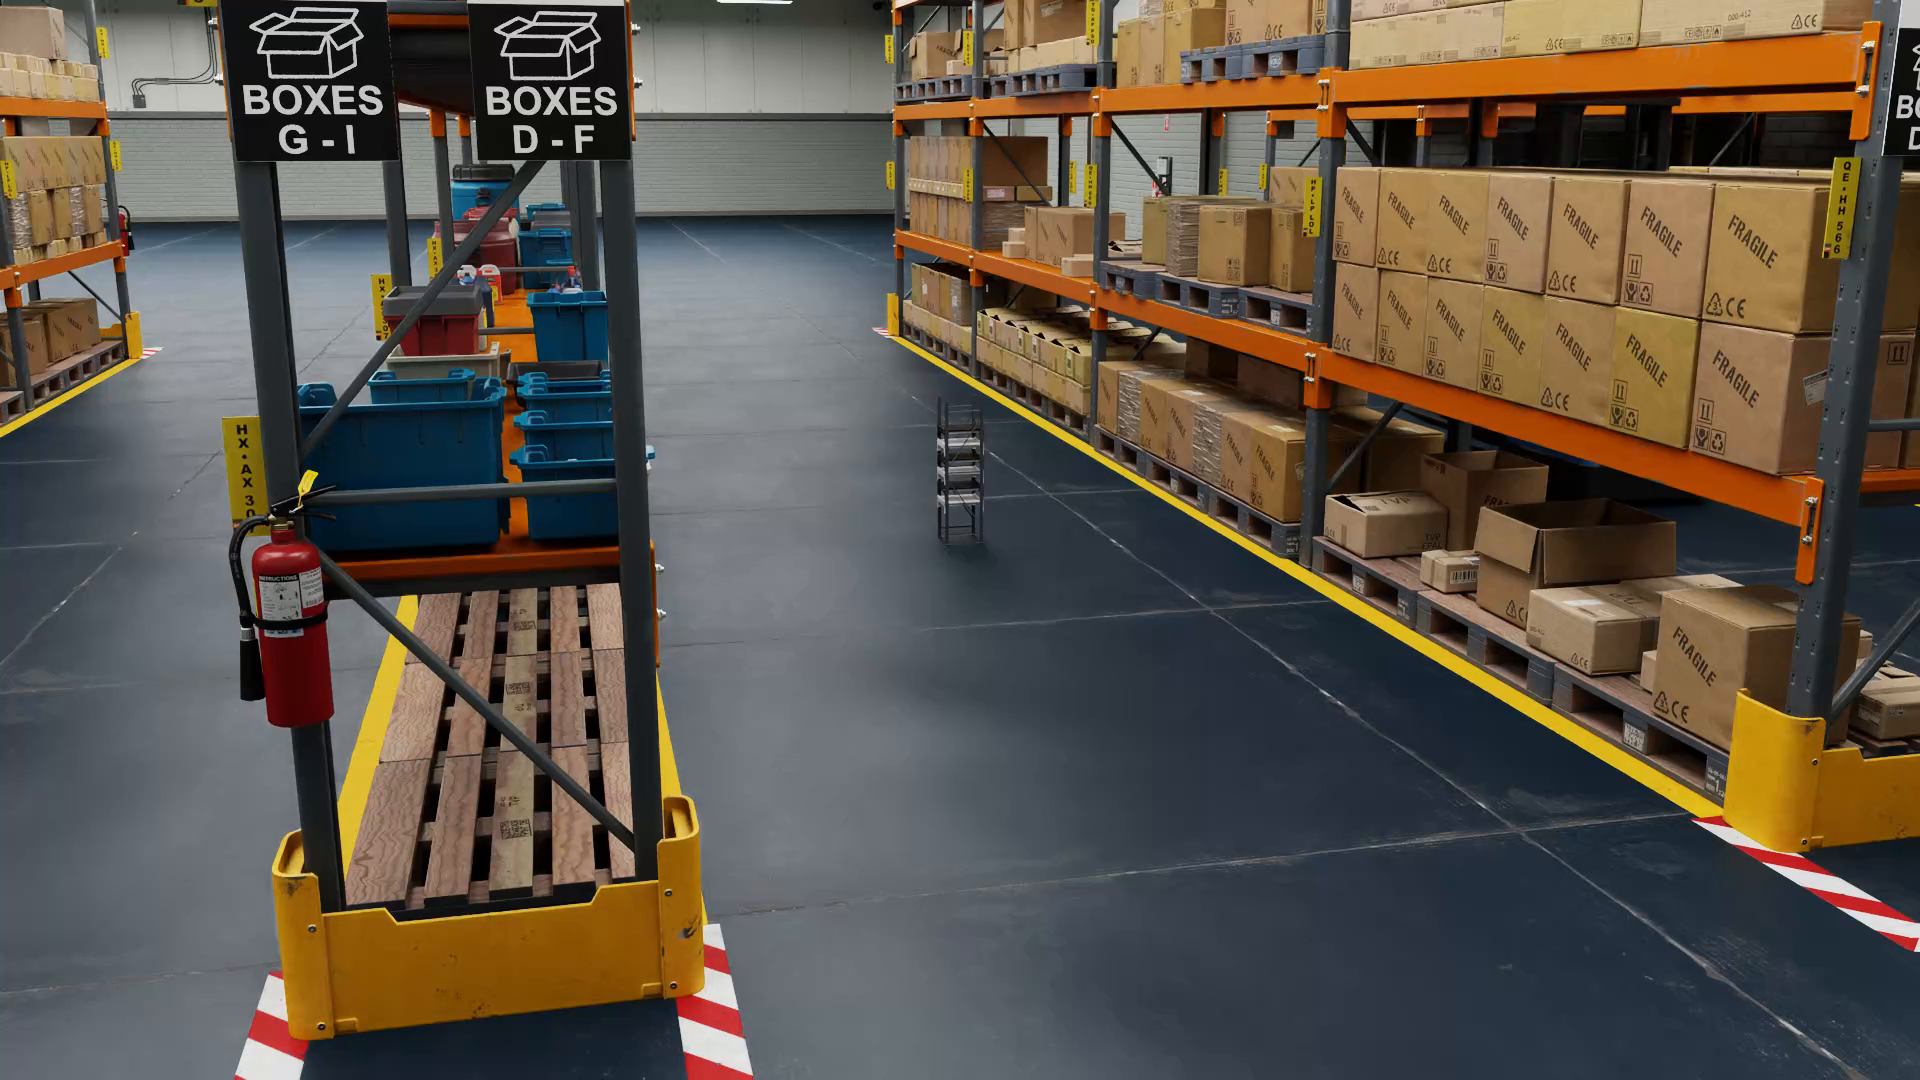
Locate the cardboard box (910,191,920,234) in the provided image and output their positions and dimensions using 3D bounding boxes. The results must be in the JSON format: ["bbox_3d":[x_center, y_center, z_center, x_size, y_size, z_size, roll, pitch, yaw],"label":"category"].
[{"bbox_3d":[-0.222,-4.031,20.394,0.700,0.500,0.500,-3,14,-13],"label":"cardboard box"}]

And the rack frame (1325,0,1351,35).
[{"bbox_3d":[2.499,-4.236,8.807,1.000,3.000,0.127,-3,14,-13],"label":"rack frame"}]

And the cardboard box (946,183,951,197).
[{"bbox_3d":[0.052,-3.875,18.391,0.380,0.149,0.250,-3,14,-12],"label":"cardboard box"}]

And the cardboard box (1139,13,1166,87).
[{"bbox_3d":[1.815,-3.534,12.042,0.910,0.500,0.500,-3,14,-13],"label":"cardboard box"}]

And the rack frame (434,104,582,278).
[{"bbox_3d":[-3.256,-1.970,12.169,1.000,3.000,0.127,-3,14,-13],"label":"rack frame"}]

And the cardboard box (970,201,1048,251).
[{"bbox_3d":[0.510,-3.318,17.478,0.700,0.500,0.500,-4,14,-15],"label":"cardboard box"}]

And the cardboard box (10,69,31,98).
[{"bbox_3d":[-8.996,-4.241,15.460,0.500,0.250,0.500,-3,14,-14],"label":"cardboard box"}]

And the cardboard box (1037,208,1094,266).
[{"bbox_3d":[1.026,-2.801,15.362,0.500,0.500,0.500,-3,14,-13],"label":"cardboard box"}]

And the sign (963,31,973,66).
[{"bbox_3d":[0.081,-4.883,16.518,0.100,0.325,0.005,-3,14,-13],"label":"sign"}]

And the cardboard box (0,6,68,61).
[{"bbox_3d":[-9.339,-5.089,16.725,0.500,0.500,0.500,-3,14,-13],"label":"cardboard box"}]

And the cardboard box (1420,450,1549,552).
[{"bbox_3d":[2.909,-0.206,9.290,0.500,0.500,0.500,-3,14,-13],"label":"cardboard box"}]

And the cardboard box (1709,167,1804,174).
[{"bbox_3d":[6.357,-2.846,13.296,0.500,0.250,0.500,-3,14,-14],"label":"cardboard box"}]

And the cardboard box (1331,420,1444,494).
[{"bbox_3d":[2.623,-0.447,10.276,0.500,0.500,0.500,-4,14,-16],"label":"cardboard box"}]

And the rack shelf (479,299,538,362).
[{"bbox_3d":[-2.786,-1.159,10.366,1.077,0.370,4.000,-3,14,-13],"label":"rack shelf"}]

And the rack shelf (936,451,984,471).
[{"bbox_3d":[0.002,-0.490,10.299,0.258,0.077,0.200,-3,14,-13],"label":"rack shelf"}]

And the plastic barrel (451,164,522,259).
[{"bbox_3d":[-4.399,-3.030,15.453,0.600,0.901,0.708,-3,14,-13],"label":"plastic barrel"}]

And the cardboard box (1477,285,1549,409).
[{"bbox_3d":[2.714,-0.887,7.528,0.500,0.500,0.500,-3,14,-14],"label":"cardboard box"}]

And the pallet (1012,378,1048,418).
[{"bbox_3d":[1.122,-1.363,15.563,1.003,0.211,1.213,-3,14,-13],"label":"pallet"}]

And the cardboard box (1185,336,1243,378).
[{"bbox_3d":[2.025,-1.393,12.569,0.500,0.250,0.500,-3,14,-11],"label":"cardboard box"}]

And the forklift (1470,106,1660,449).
[{"bbox_3d":[5.297,-2.183,13.186,3.258,2.935,4.269,-3,14,-12],"label":"forklift"}]

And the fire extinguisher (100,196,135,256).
[{"bbox_3d":[-9.528,-3.554,18.816,0.296,0.674,0.183,-3,14,-13],"label":"fire extinguisher"}]

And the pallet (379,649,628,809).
[{"bbox_3d":[-1.816,0.757,6.883,1.003,0.211,1.213,-3,14,-13],"label":"pallet"}]

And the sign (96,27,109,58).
[{"bbox_3d":[-9.405,-5.453,18.240,0.100,0.325,0.005,-3,14,-13],"label":"sign"}]

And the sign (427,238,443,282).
[{"bbox_3d":[-3.789,-2.017,12.018,0.100,0.325,0.005,-3,14,-13],"label":"sign"}]

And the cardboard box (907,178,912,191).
[{"bbox_3d":[-0.436,-4.352,20.341,0.380,0.149,0.250,-3,14,-14],"label":"cardboard box"}]

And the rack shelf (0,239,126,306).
[{"bbox_3d":[-9.479,-2.728,16.790,1.077,0.370,4.000,-3,14,-13],"label":"rack shelf"}]

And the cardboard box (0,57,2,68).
[{"bbox_3d":[-8.786,-4.287,14.808,0.380,0.149,0.250,-4,14,-15],"label":"cardboard box"}]

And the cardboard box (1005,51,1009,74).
[{"bbox_3d":[0.759,-5.076,17.174,0.500,0.500,0.500,-2,14,-9],"label":"cardboard box"}]

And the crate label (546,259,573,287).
[{"bbox_3d":[-2.990,-2.006,12.672,0.303,0.233,0.416,-3,14,-13],"label":"crate label"}]

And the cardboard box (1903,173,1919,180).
[{"bbox_3d":[6.845,-2.378,11.382,0.500,0.250,0.500,-3,14,-12],"label":"cardboard box"}]

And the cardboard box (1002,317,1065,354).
[{"bbox_3d":[0.711,-1.964,15.873,0.500,0.311,0.500,-4,14,-15],"label":"cardboard box"}]

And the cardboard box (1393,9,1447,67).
[{"bbox_3d":[2.486,-2.465,8.192,0.500,0.250,0.500,-3,14,-13],"label":"cardboard box"}]

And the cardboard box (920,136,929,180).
[{"bbox_3d":[-0.080,-4.528,19.695,0.700,0.500,0.500,-4,14,-15],"label":"cardboard box"}]

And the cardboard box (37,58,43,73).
[{"bbox_3d":[-9.223,-4.643,16.266,0.380,0.149,0.250,-3,14,-12],"label":"cardboard box"}]

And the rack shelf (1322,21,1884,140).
[{"bbox_3d":[2.969,-1.968,7.360,1.077,0.370,4.000,-3,14,-13],"label":"rack shelf"}]

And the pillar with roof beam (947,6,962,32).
[{"bbox_3d":[-4.321,-12.465,42.488,9.100,9.000,0.400,-3,14,-13],"label":"pillar with roof beam"}]

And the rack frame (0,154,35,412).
[{"bbox_3d":[-9.010,-2.616,14.816,1.000,3.000,0.127,-3,14,-13],"label":"rack frame"}]

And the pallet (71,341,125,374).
[{"bbox_3d":[-9.775,-1.978,18.077,1.003,0.211,1.213,-3,14,-13],"label":"pallet"}]

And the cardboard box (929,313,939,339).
[{"bbox_3d":[-0.059,-2.477,19.152,0.500,0.250,0.500,-3,14,-13],"label":"cardboard box"}]

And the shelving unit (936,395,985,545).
[{"bbox_3d":[0.002,-0.435,10.313,0.258,0.900,0.210,-3,14,-13],"label":"shelving unit"}]

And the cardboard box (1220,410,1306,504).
[{"bbox_3d":[1.997,-0.534,10.632,0.500,0.500,0.500,-3,14,-13],"label":"cardboard box"}]

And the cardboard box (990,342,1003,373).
[{"bbox_3d":[0.593,-1.811,16.429,0.500,0.250,0.500,-3,14,-12],"label":"cardboard box"}]

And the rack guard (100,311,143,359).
[{"bbox_3d":[-9.931,-2.307,18.818,1.175,0.500,0.348,-3,14,-13],"label":"rack guard"}]

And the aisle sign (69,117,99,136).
[{"bbox_3d":[-9.672,-4.833,18.412,0.394,0.787,0.004,-3,14,-13],"label":"aisle sign"}]

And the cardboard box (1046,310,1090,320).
[{"bbox_3d":[1.123,-2.111,16.476,0.500,0.311,0.500,-3,14,-12],"label":"cardboard box"}]

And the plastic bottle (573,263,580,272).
[{"bbox_3d":[-2.746,-1.844,11.898,0.061,0.283,0.133,-3,14,-13],"label":"plastic bottle"}]

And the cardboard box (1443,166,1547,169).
[{"bbox_3d":[2.870,-1.754,8.970,0.500,0.500,0.500,-3,14,-13],"label":"cardboard box"}]

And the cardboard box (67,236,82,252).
[{"bbox_3d":[-9.227,-3.023,17.009,0.380,0.149,0.250,-3,14,-13],"label":"cardboard box"}]

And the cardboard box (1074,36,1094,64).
[{"bbox_3d":[1.258,-4.055,13.814,0.500,0.250,0.500,-3,14,-12],"label":"cardboard box"}]

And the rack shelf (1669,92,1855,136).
[{"bbox_3d":[6.844,-3.168,12.270,1.077,0.370,4.000,-3,14,-13],"label":"rack shelf"}]

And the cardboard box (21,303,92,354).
[{"bbox_3d":[-9.645,-2.248,17.690,0.500,0.500,0.500,0,14,2],"label":"cardboard box"}]

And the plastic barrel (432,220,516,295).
[{"bbox_3d":[-3.659,-2.126,12.522,0.600,0.536,0.708,-3,14,-13],"label":"plastic barrel"}]

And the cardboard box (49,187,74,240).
[{"bbox_3d":[-9.431,-3.261,16.619,0.875,0.500,0.500,-3,14,-13],"label":"cardboard box"}]

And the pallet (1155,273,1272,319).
[{"bbox_3d":[2.021,-1.703,11.483,1.003,0.211,1.213,-3,14,-13],"label":"pallet"}]

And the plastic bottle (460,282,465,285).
[{"bbox_3d":[-3.143,-1.472,10.392,0.152,0.276,0.135,-3,14,-13],"label":"plastic bottle"}]

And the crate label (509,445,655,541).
[{"bbox_3d":[-1.115,-0.147,4.936,0.416,0.233,0.303,-3,14,-13],"label":"crate label"}]

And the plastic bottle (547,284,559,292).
[{"bbox_3d":[-2.513,-1.445,10.291,0.098,0.271,0.098,0,14,0],"label":"plastic bottle"}]

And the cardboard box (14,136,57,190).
[{"bbox_3d":[-9.104,-3.644,16.077,0.500,0.500,0.500,-3,14,-13],"label":"cardboard box"}]
